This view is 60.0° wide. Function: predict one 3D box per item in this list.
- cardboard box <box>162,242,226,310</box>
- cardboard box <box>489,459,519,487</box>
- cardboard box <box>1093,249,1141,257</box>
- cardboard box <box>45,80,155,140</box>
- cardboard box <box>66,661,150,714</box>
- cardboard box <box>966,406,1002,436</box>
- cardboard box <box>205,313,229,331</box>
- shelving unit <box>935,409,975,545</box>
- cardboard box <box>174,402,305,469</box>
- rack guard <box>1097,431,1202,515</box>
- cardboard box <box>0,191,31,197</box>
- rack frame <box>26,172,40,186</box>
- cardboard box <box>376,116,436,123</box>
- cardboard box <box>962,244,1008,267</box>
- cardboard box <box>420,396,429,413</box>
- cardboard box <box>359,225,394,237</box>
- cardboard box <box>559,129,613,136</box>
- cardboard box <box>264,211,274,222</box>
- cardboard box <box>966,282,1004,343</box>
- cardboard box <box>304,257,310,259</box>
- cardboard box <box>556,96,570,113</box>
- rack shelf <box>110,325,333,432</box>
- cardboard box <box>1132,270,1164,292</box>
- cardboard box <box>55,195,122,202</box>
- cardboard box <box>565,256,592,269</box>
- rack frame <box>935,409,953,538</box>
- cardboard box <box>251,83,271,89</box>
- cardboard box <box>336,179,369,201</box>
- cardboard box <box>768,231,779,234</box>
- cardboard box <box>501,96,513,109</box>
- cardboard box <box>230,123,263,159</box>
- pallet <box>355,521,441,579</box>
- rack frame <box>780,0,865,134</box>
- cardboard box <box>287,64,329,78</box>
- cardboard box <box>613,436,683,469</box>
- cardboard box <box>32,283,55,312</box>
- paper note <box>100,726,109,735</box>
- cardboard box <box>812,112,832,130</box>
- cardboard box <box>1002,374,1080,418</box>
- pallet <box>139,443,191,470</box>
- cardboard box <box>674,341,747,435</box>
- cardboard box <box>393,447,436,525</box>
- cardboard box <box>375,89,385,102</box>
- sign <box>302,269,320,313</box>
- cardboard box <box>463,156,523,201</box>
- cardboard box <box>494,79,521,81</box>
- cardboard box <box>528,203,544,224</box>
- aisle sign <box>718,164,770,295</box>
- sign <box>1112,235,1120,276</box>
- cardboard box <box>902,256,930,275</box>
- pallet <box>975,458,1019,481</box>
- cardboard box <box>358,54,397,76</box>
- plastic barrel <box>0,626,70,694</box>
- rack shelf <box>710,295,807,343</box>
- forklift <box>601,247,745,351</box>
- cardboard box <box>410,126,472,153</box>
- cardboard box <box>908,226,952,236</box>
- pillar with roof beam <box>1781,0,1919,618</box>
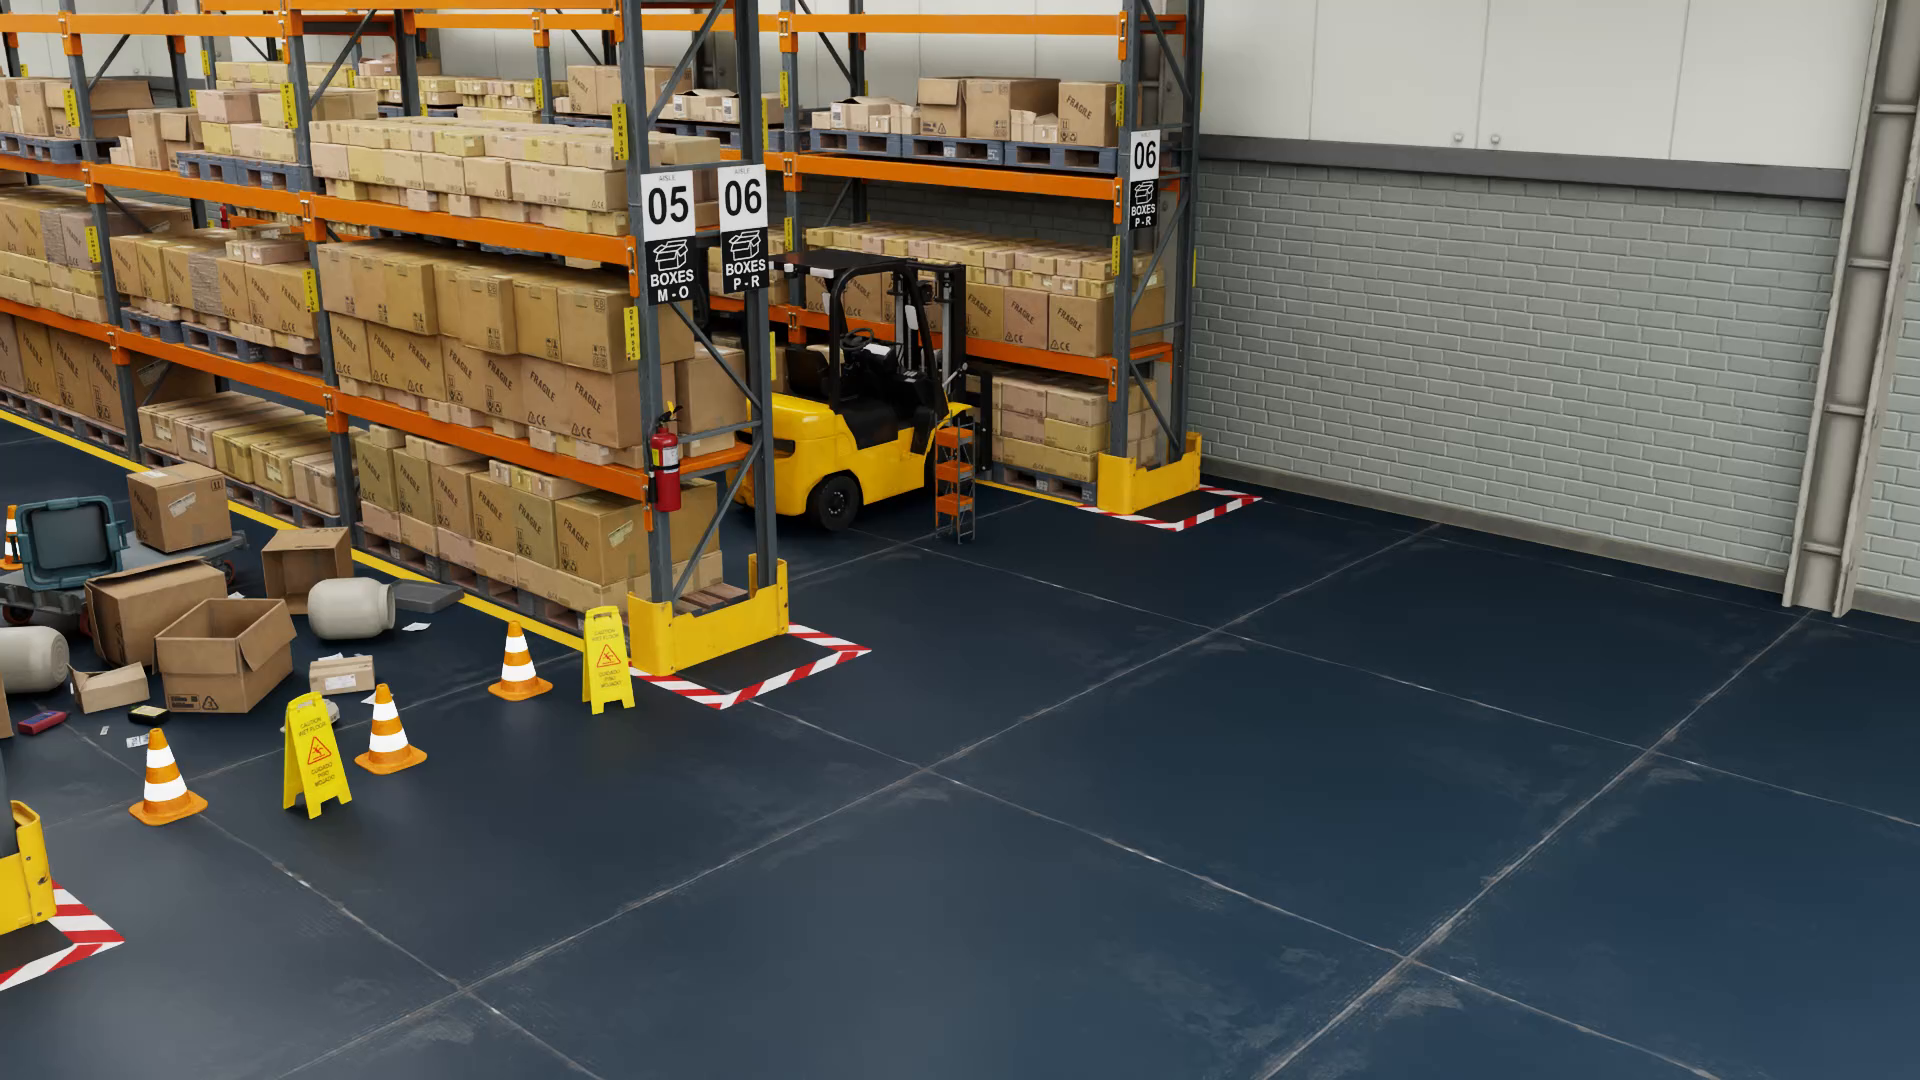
[{"bbox_3d":[-6.632,-2.330,14.644,0.500,0.500,0.500,16,23,40],"label":"cardboard box"},{"bbox_3d":[-3.101,-0.506,11.787,0.250,0.149,0.380,16,24,42],"label":"cardboard box"},{"bbox_3d":[1.398,-2.491,14.772,0.250,0.149,0.380,16,24,41],"label":"cardboard box"},{"bbox_3d":[-7.993,-4.012,15.471,0.637,0.503,0.797,13,22,36],"label":"cardboard box"},{"bbox_3d":[-5.321,0.884,10.388,0.396,0.266,0.258,-13,22,-36],"label":"cardboard box"},{"bbox_3d":[0.325,-1.166,15.351,0.500,0.250,0.500,14,23,38],"label":"cardboard box"},{"bbox_3d":[-6.315,-1.929,14.452,0.250,0.149,0.380,16,24,41],"label":"cardboard box"},{"bbox_3d":[-0.040,-0.511,13.487,0.252,1.050,0.215,15,23,39],"label":"shelving unit"},{"bbox_3d":[-6.638,-0.977,15.381,0.625,0.372,0.950,14,23,38],"label":"cardboard box"},{"bbox_3d":[1.682,-0.613,14.715,0.348,0.500,1.175,15,23,39],"label":"rack guard"},{"bbox_3d":[-10.066,-3.369,17.452,0.500,0.500,0.500,15,23,39],"label":"cardboard box"},{"bbox_3d":[-10.603,-3.094,18.404,0.127,3.000,1.000,15,23,39],"label":"rack frame"},{"bbox_3d":[-4.237,-3.164,12.761,0.250,0.149,0.380,16,23,40],"label":"cardboard box"},{"bbox_3d":[0.235,-2.565,15.007,0.250,0.149,0.380,16,23,40],"label":"cardboard box"},{"bbox_3d":[-3.772,-1.043,12.355,0.250,0.149,0.380,15,23,39],"label":"cardboard box"},{"bbox_3d":[-7.717,-4.105,22.004,0.250,0.149,0.380,15,23,40],"label":"cardboard box"},{"bbox_3d":[-2.490,-2.699,11.296,0.250,0.149,0.380,15,23,39],"label":"cardboard box"},{"bbox_3d":[-9.650,-4.623,23.637,0.250,0.149,0.380,16,24,41],"label":"cardboard box"},{"bbox_3d":[0.357,-2.105,15.120,0.500,0.500,0.500,14,23,38],"label":"cardboard box"},{"bbox_3d":[-5.155,-2.137,14.036,0.500,0.500,0.500,15,23,39],"label":"cardboard box"},{"bbox_3d":[-4.260,-4.843,18.480,0.250,0.166,0.380,15,23,39],"label":"cardboard box"},{"bbox_3d":[-6.115,-1.547,14.716,4.000,0.370,1.077,15,23,39],"label":"rack shelf"},{"bbox_3d":[1.583,-2.292,14.639,0.250,0.149,0.380,14,23,38],"label":"cardboard box"},{"bbox_3d":[-8.947,-3.277,17.160,0.500,0.500,0.500,16,23,40],"label":"cardboard box"},{"bbox_3d":[-4.150,-3.199,18.982,0.500,0.250,0.500,15,23,39],"label":"cardboard box"},{"bbox_3d":[-0.131,-0.536,13.564,0.008,1.050,0.200,15,23,39],"label":"rack frame"},{"bbox_3d":[-9.384,-6.168,22.884,0.500,0.250,0.500,14,22,38],"label":"cardboard box"},{"bbox_3d":[-4.392,-2.614,12.347,0.250,0.149,0.380,15,23,39],"label":"cardboard box"},{"bbox_3d":[-2.083,-3.096,17.170,0.250,0.149,0.380,15,23,39],"label":"cardboard box"},{"bbox_3d":[-5.105,-5.095,19.338,0.250,0.149,0.380,16,23,40],"label":"cardboard box"},{"bbox_3d":[-5.528,-3.234,13.438,0.500,0.250,0.500,15,23,40],"label":"cardboard box"},{"bbox_3d":[-4.094,-0.032,13.364,1.213,0.211,1.003,15,23,39],"label":"pallet"},{"bbox_3d":[-1.327,-5.471,15.976,0.127,3.000,1.000,15,23,39],"label":"rack frame"},{"bbox_3d":[-8.607,-6.207,22.182,0.500,0.250,0.500,16,23,40],"label":"cardboard box"},{"bbox_3d":[-2.049,-0.592,10.934,0.250,0.149,0.380,16,24,41],"label":"cardboard box"},{"bbox_3d":[-8.920,-2.466,16.672,0.500,0.250,0.500,15,23,39],"label":"cardboard box"},{"bbox_3d":[-5.139,1.144,9.991,0.032,0.001,0.123,-6,18,-18],"label":"paper note"},{"bbox_3d":[-1.193,-4.011,15.888,0.250,0.149,0.380,16,23,40],"label":"cardboard box"},{"bbox_3d":[0.727,-1.298,14.942,0.500,0.250,0.500,16,23,40],"label":"cardboard box"},{"bbox_3d":[-7.028,-0.805,15.799,1.213,0.211,1.003,15,23,39],"label":"pallet"},{"bbox_3d":[-1.798,-1.032,11.249,0.500,0.500,0.500,15,23,38],"label":"cardboard box"},{"bbox_3d":[-3.949,-0.451,12.685,0.500,0.500,0.500,16,24,41],"label":"cardboard box"},{"bbox_3d":[-7.181,-5.566,20.789,0.250,0.149,0.380,15,23,40],"label":"cardboard box"},{"bbox_3d":[-4.985,-1.914,12.769,0.005,0.325,0.100,15,23,39],"label":"sign"},{"bbox_3d":[-2.956,-2.431,11.111,0.500,0.250,0.500,16,24,41],"label":"cardboard box"},{"bbox_3d":[-5.399,-5.482,20.066,0.250,0.149,0.380,15,23,39],"label":"cardboard box"},{"bbox_3d":[-2.609,-2.173,10.956,0.250,0.149,0.380,15,23,40],"label":"cardboard box"},{"bbox_3d":[-1.376,-1.982,10.600,0.004,0.787,0.394,15,23,39],"label":"aisle sign"},{"bbox_3d":[1.294,-2.354,13.763,0.005,0.325,0.100,15,23,39],"label":"sign"},{"bbox_3d":[-0.325,-2.582,15.550,0.250,0.149,0.380,14,22,38],"label":"cardboard box"},{"bbox_3d":[0.156,-0.869,16.000,1.213,0.211,1.003,15,23,39],"label":"pallet"},{"bbox_3d":[-7.317,-5.976,20.903,0.258,0.266,0.396,15,23,39],"label":"cardboard box"},{"bbox_3d":[-5.963,0.761,10.515,0.512,0.421,0.421,-3,18,-8],"label":"plastic barrel"},{"bbox_3d":[-2.823,-2.671,18.257,4.000,0.370,1.077,15,23,39],"label":"rack shelf"},{"bbox_3d":[-2.595,-2.246,15.844,3.031,2.935,1.130,11,21,32],"label":"forklift"},{"bbox_3d":[-3.590,-2.792,11.589,0.250,0.149,0.380,15,23,38],"label":"cardboard box"},{"bbox_3d":[-0.292,-2.969,16.278,0.250,0.149,0.380,14,23,38],"label":"cardboard box"},{"bbox_3d":[3.372,-2.833,7.663,0.400,9.000,9.100,15,23,39],"label":"pillar with roof beam"}]
